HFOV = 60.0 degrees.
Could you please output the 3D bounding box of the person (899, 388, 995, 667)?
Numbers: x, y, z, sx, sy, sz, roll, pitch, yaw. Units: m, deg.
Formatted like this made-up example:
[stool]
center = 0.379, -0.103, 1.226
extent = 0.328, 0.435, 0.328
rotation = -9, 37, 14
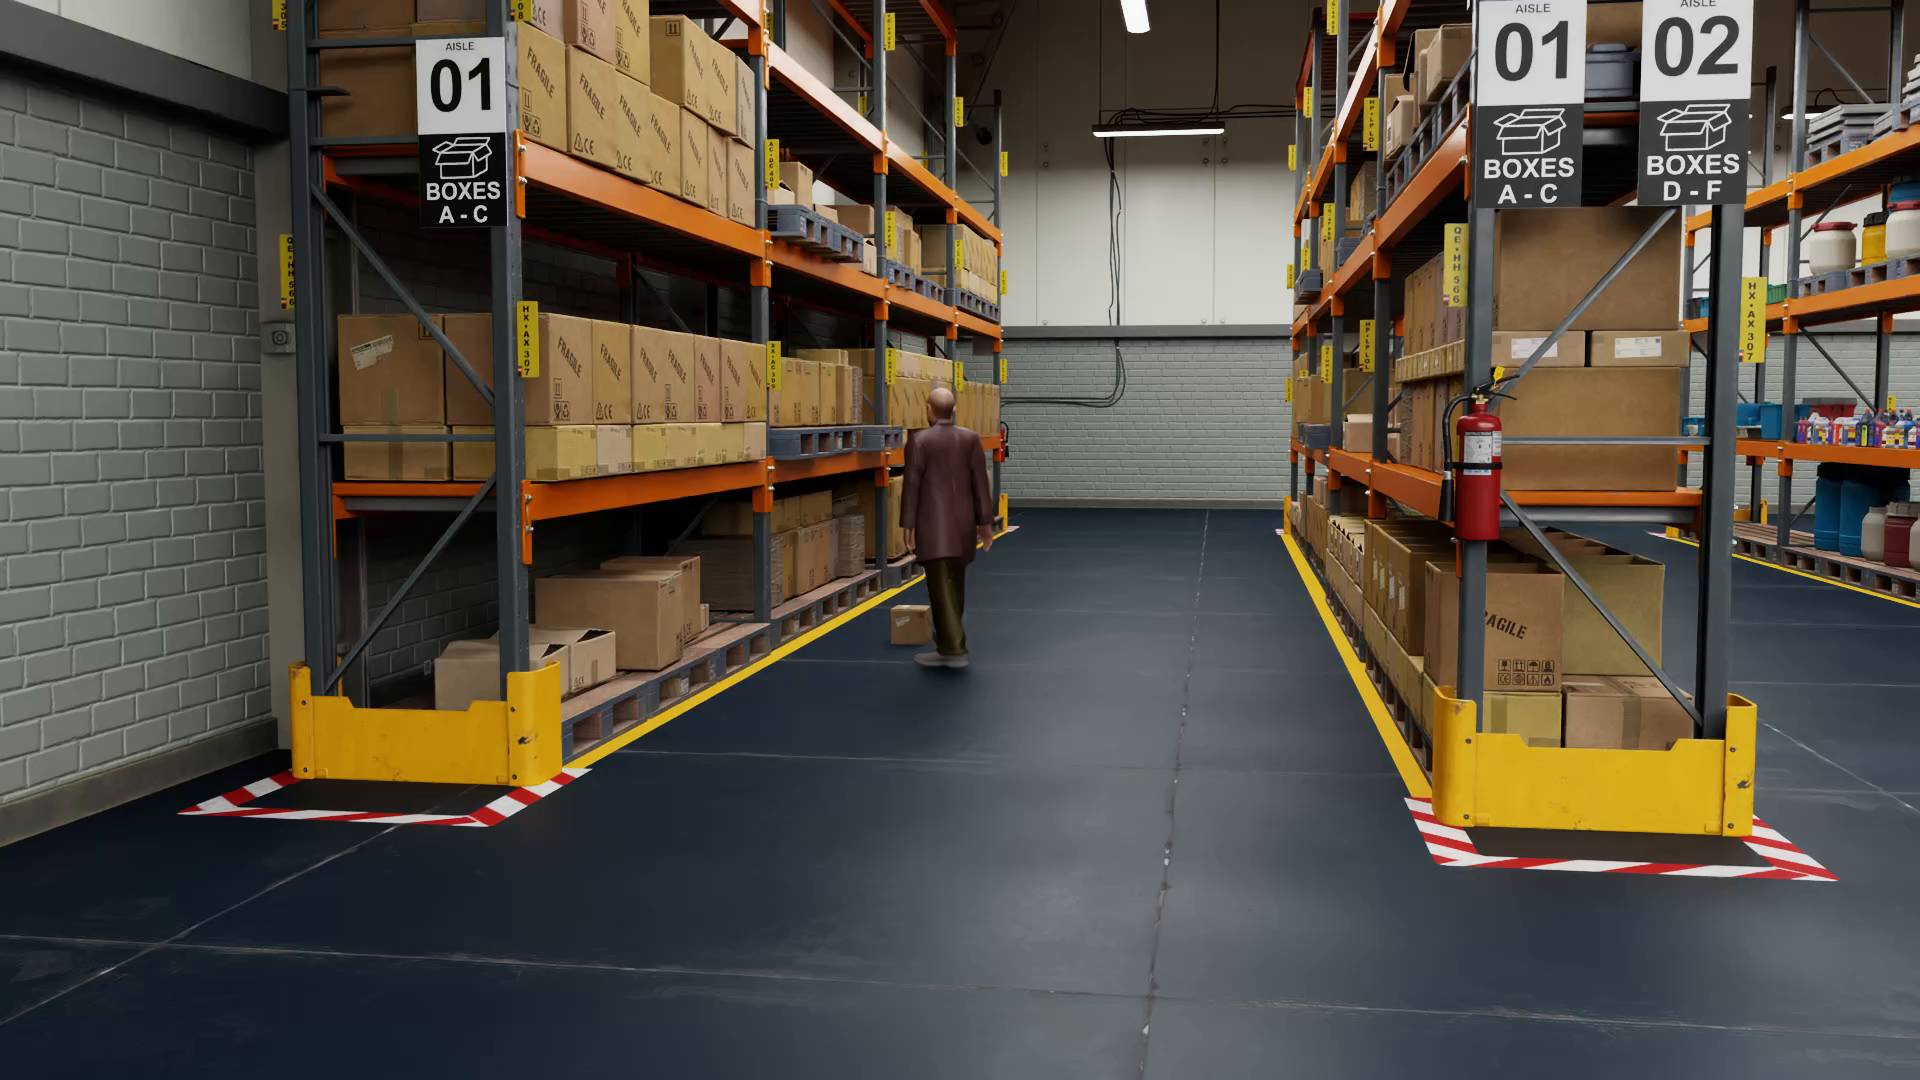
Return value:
[person]
center = -0.147, -0.098, 10.703
extent = 0.616, 1.754, 0.857
rotation = -3, 5, -31
